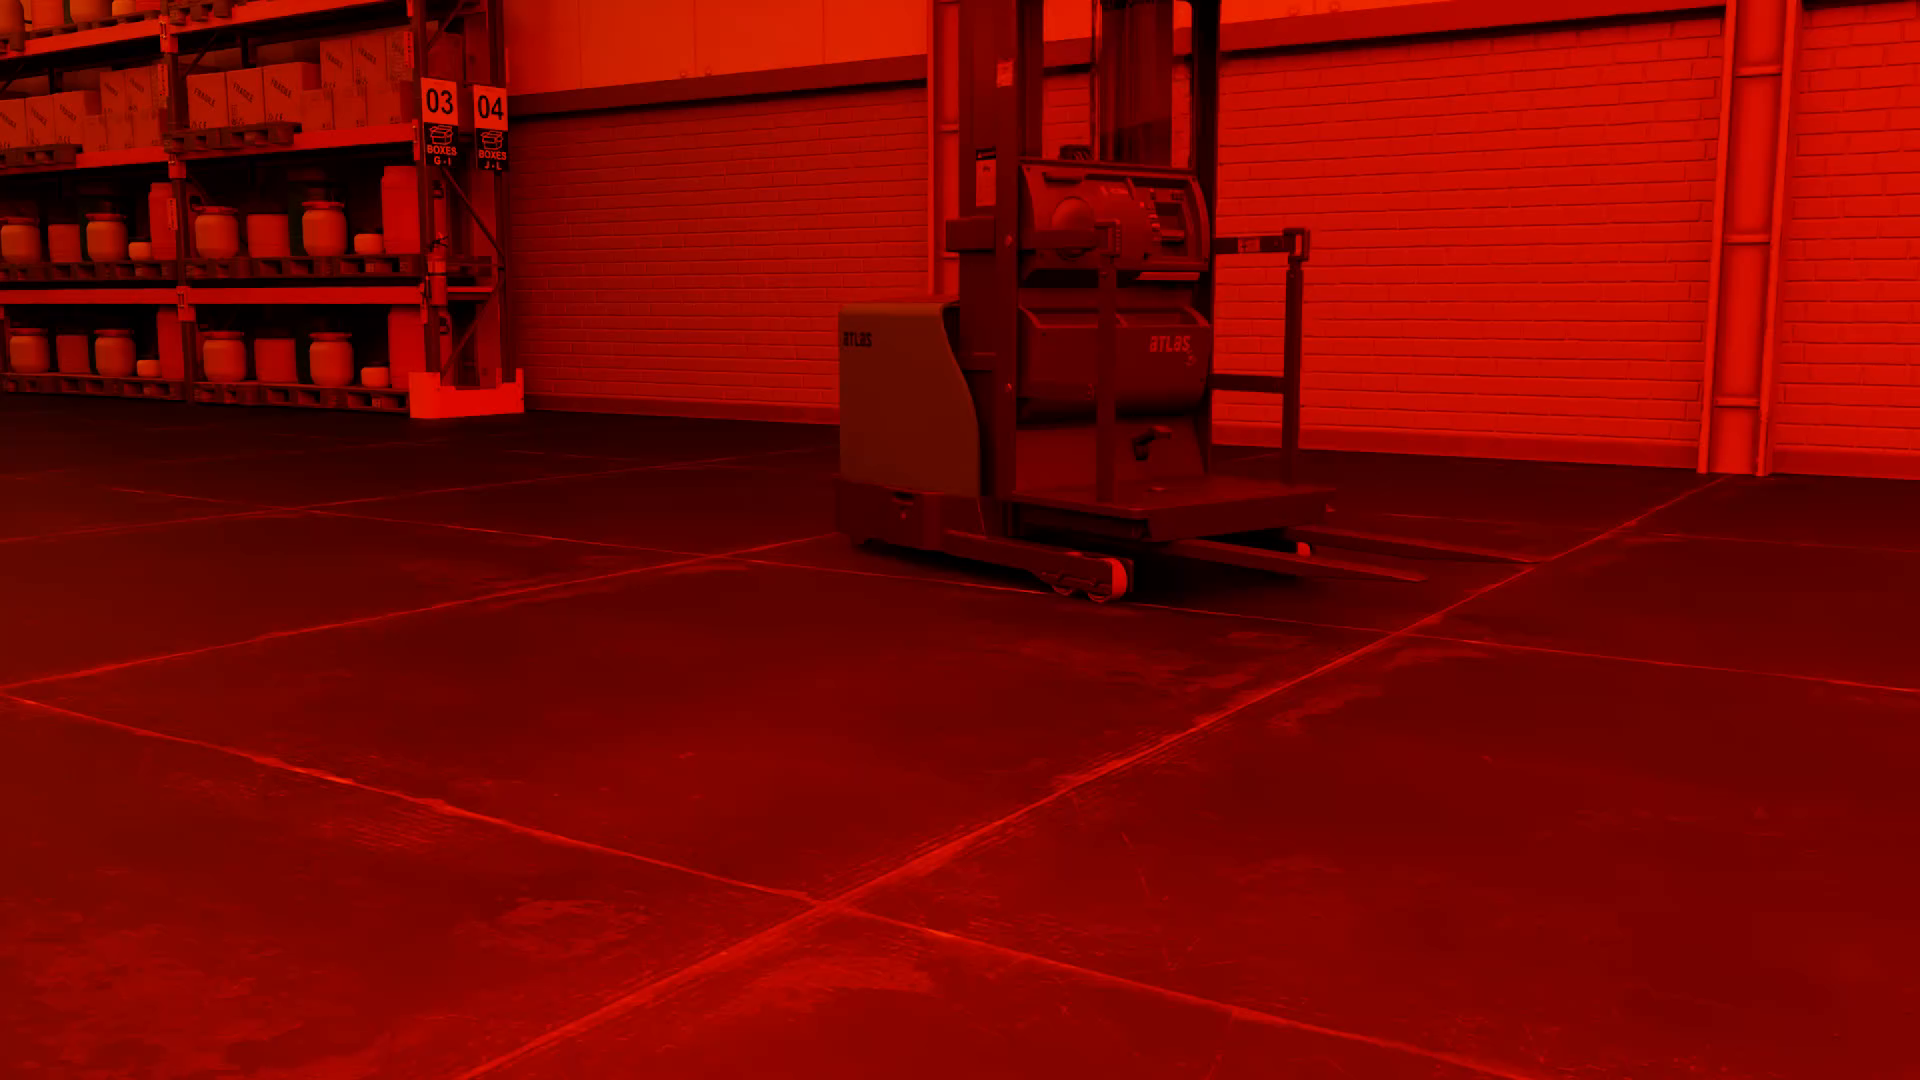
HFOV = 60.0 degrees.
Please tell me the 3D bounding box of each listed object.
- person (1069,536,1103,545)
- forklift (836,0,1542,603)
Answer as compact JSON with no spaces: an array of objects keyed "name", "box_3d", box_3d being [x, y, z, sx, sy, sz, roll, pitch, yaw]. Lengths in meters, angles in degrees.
[{"name":"person","box_3d":[0.632,-0.724,7.580,0.900,1.428,0.824,3,9,21]},{"name":"forklift","box_3d":[0.751,-1.302,6.346,1.130,2.935,3.031,-6,10,-37]}]
